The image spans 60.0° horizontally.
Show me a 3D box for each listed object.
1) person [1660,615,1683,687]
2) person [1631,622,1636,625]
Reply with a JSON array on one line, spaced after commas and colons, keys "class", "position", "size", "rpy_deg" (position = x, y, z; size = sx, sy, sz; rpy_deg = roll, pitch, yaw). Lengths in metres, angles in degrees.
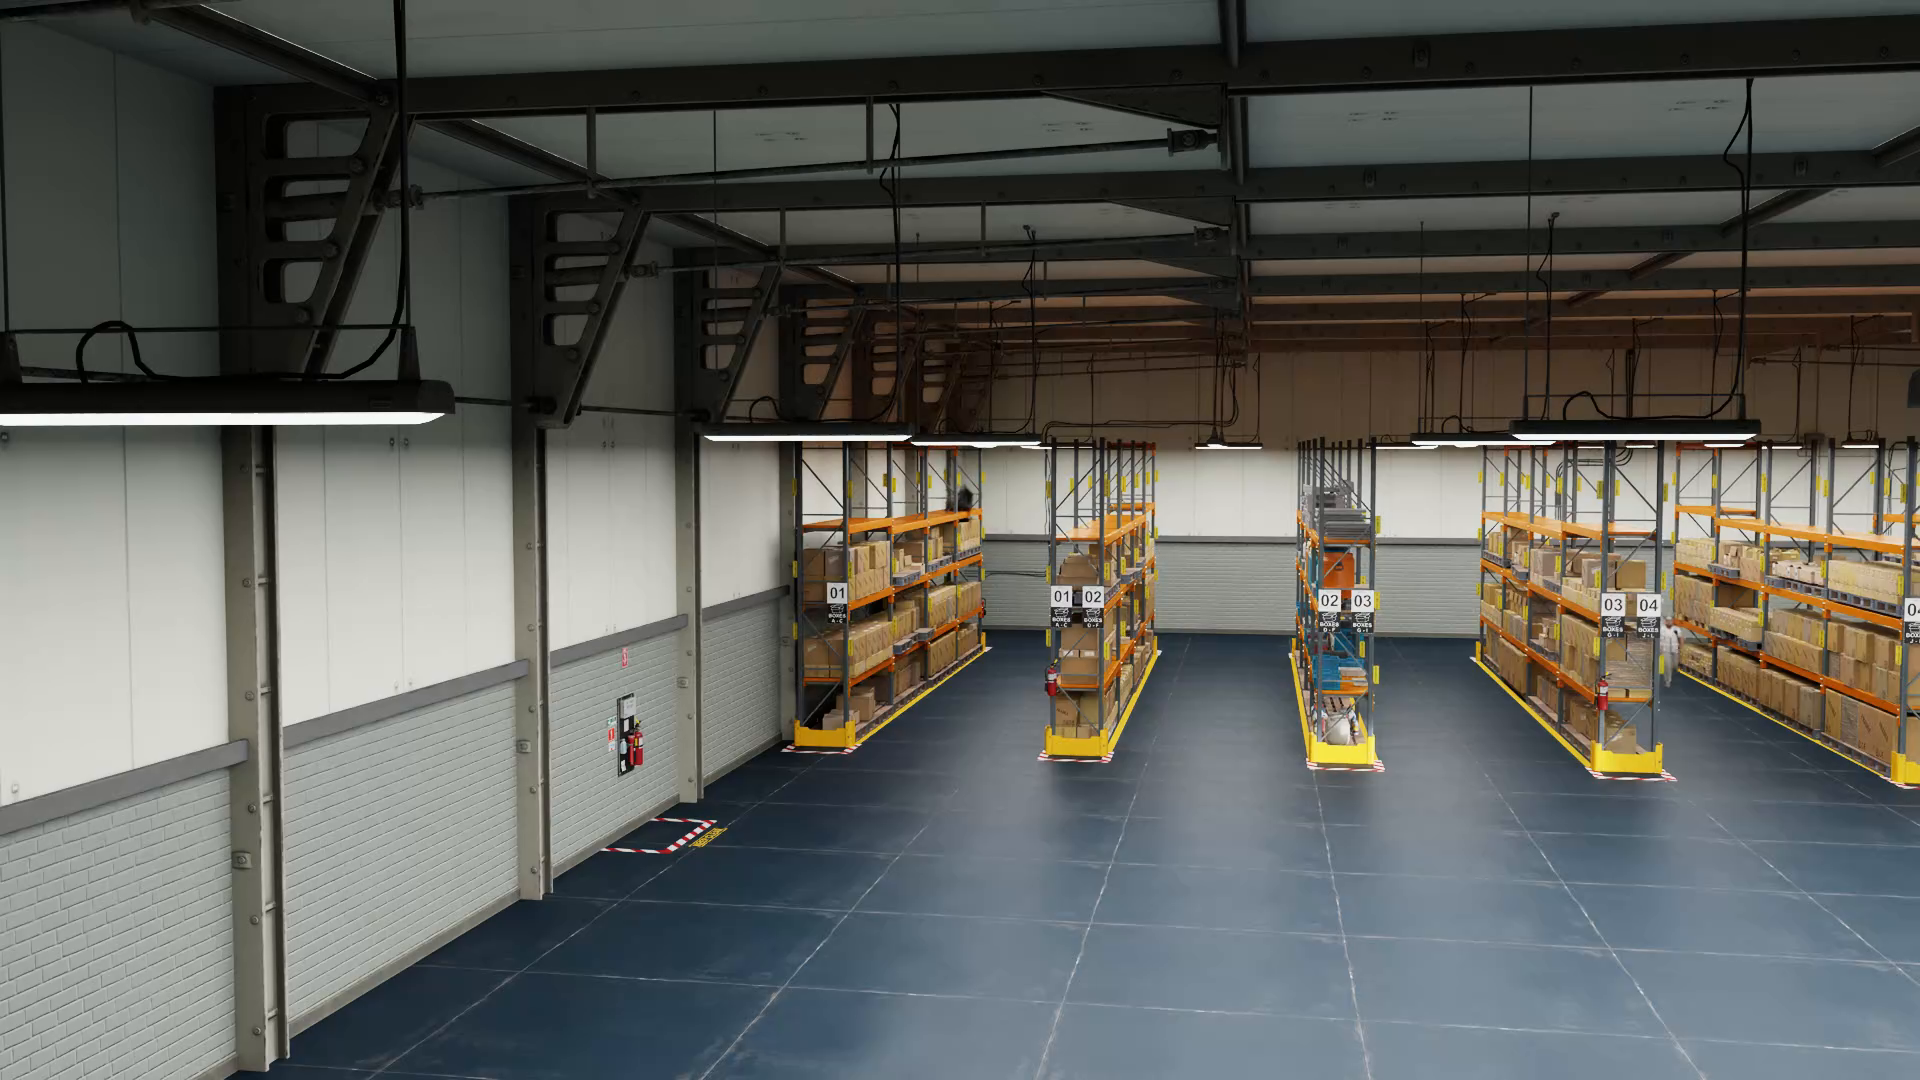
[{"class": "person", "position": [17.363, 2.705, 40.718], "size": [0.658, 1.763, 0.612], "rpy_deg": [1, 3, 13]}, {"class": "person", "position": [17.809, 2.507, 44.698], "size": [0.715, 1.723, 0.543], "rpy_deg": [3, 4, 40]}]
